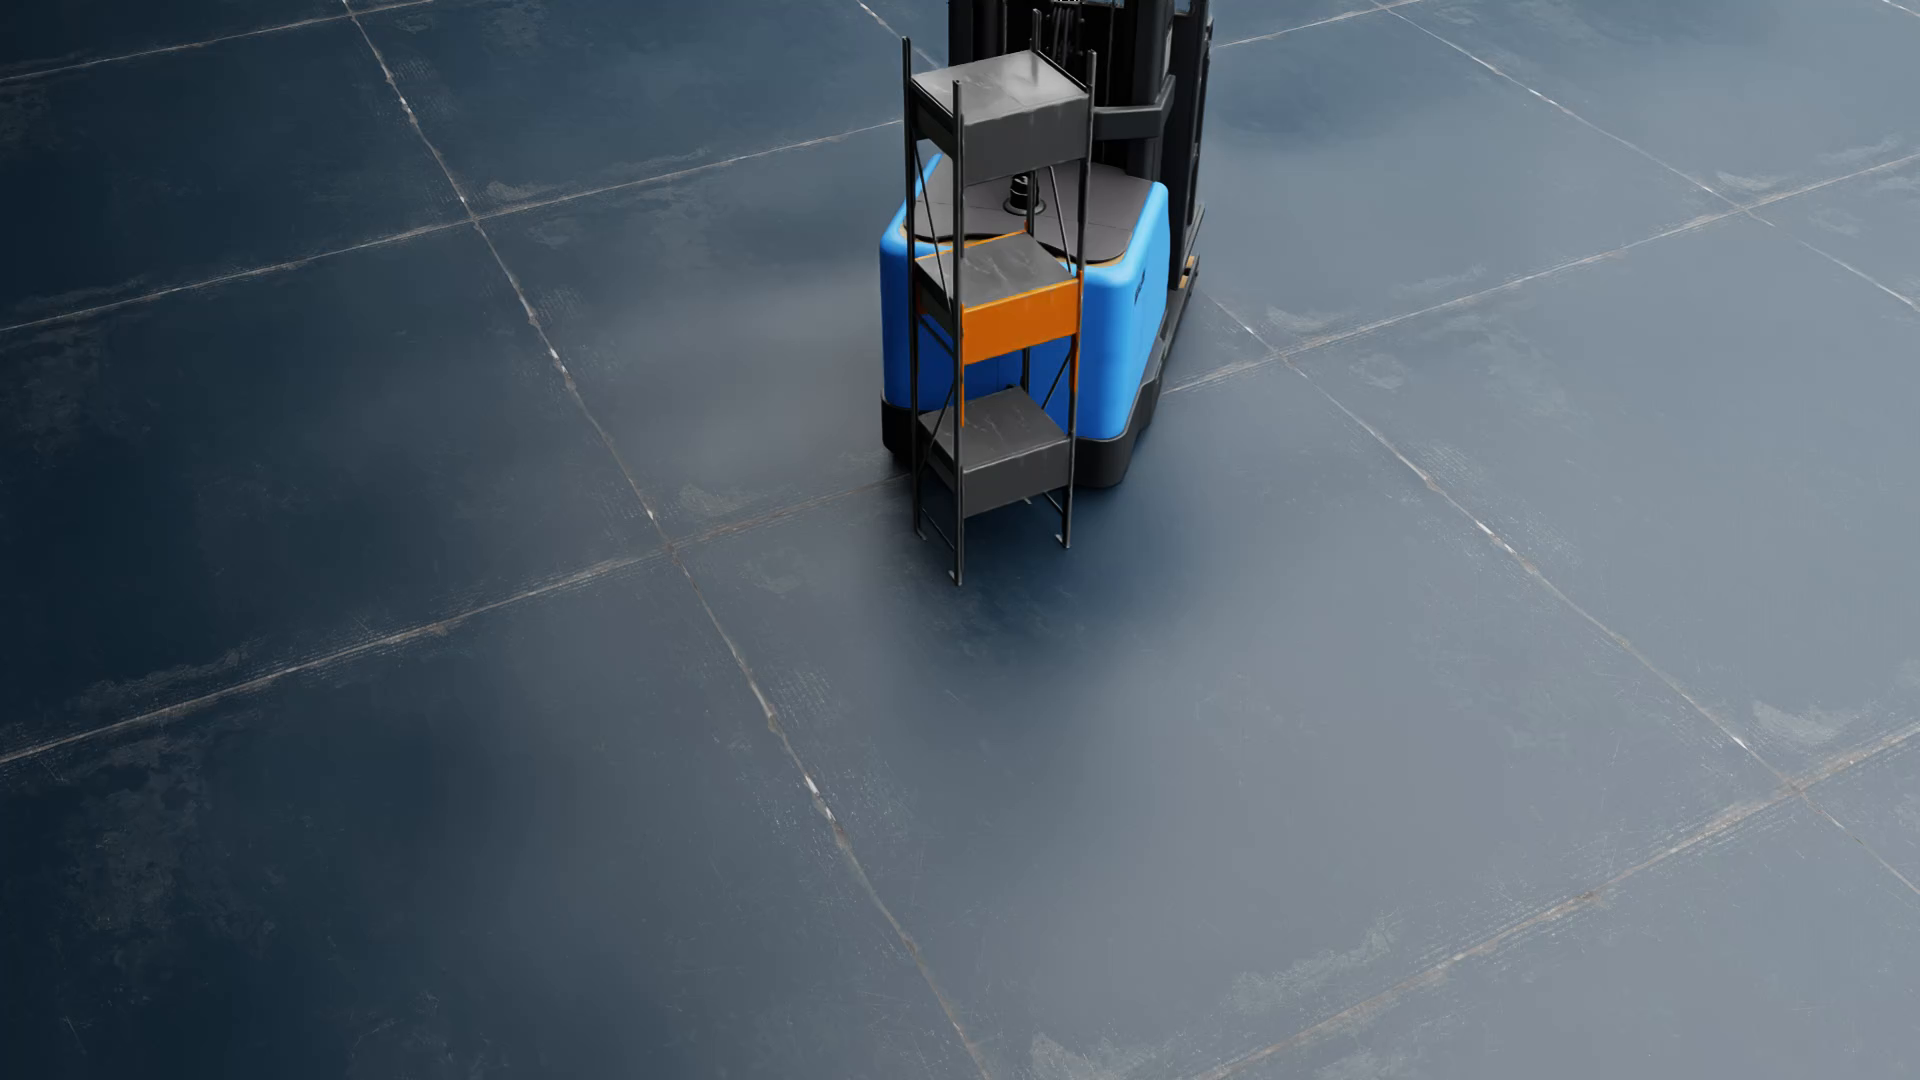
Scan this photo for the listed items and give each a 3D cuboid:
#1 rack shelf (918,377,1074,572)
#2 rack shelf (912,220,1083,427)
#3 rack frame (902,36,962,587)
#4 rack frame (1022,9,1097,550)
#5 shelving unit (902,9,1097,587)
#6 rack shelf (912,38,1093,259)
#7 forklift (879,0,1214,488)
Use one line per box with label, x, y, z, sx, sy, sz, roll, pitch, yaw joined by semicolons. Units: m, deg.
rack shelf;0.126;-0.261;6.538;0.480;0.518;0.431;-18;44;-20
rack shelf;0.126;-0.796;6.086;0.480;0.518;0.431;-18;44;-20
rack frame;-0.091;-0.734;5.992;0.015;2.100;0.400;-18;44;-20
rack frame;0.343;-0.878;6.162;0.015;2.100;0.400;-18;44;-20
shelving unit;0.126;-0.806;6.077;0.503;2.100;0.431;-18;44;-20
rack shelf;0.126;-1.330;5.634;0.480;0.518;0.431;-18;44;-20
forklift;0.555;-2.297;7.195;1.130;2.935;3.031;10;41;12
